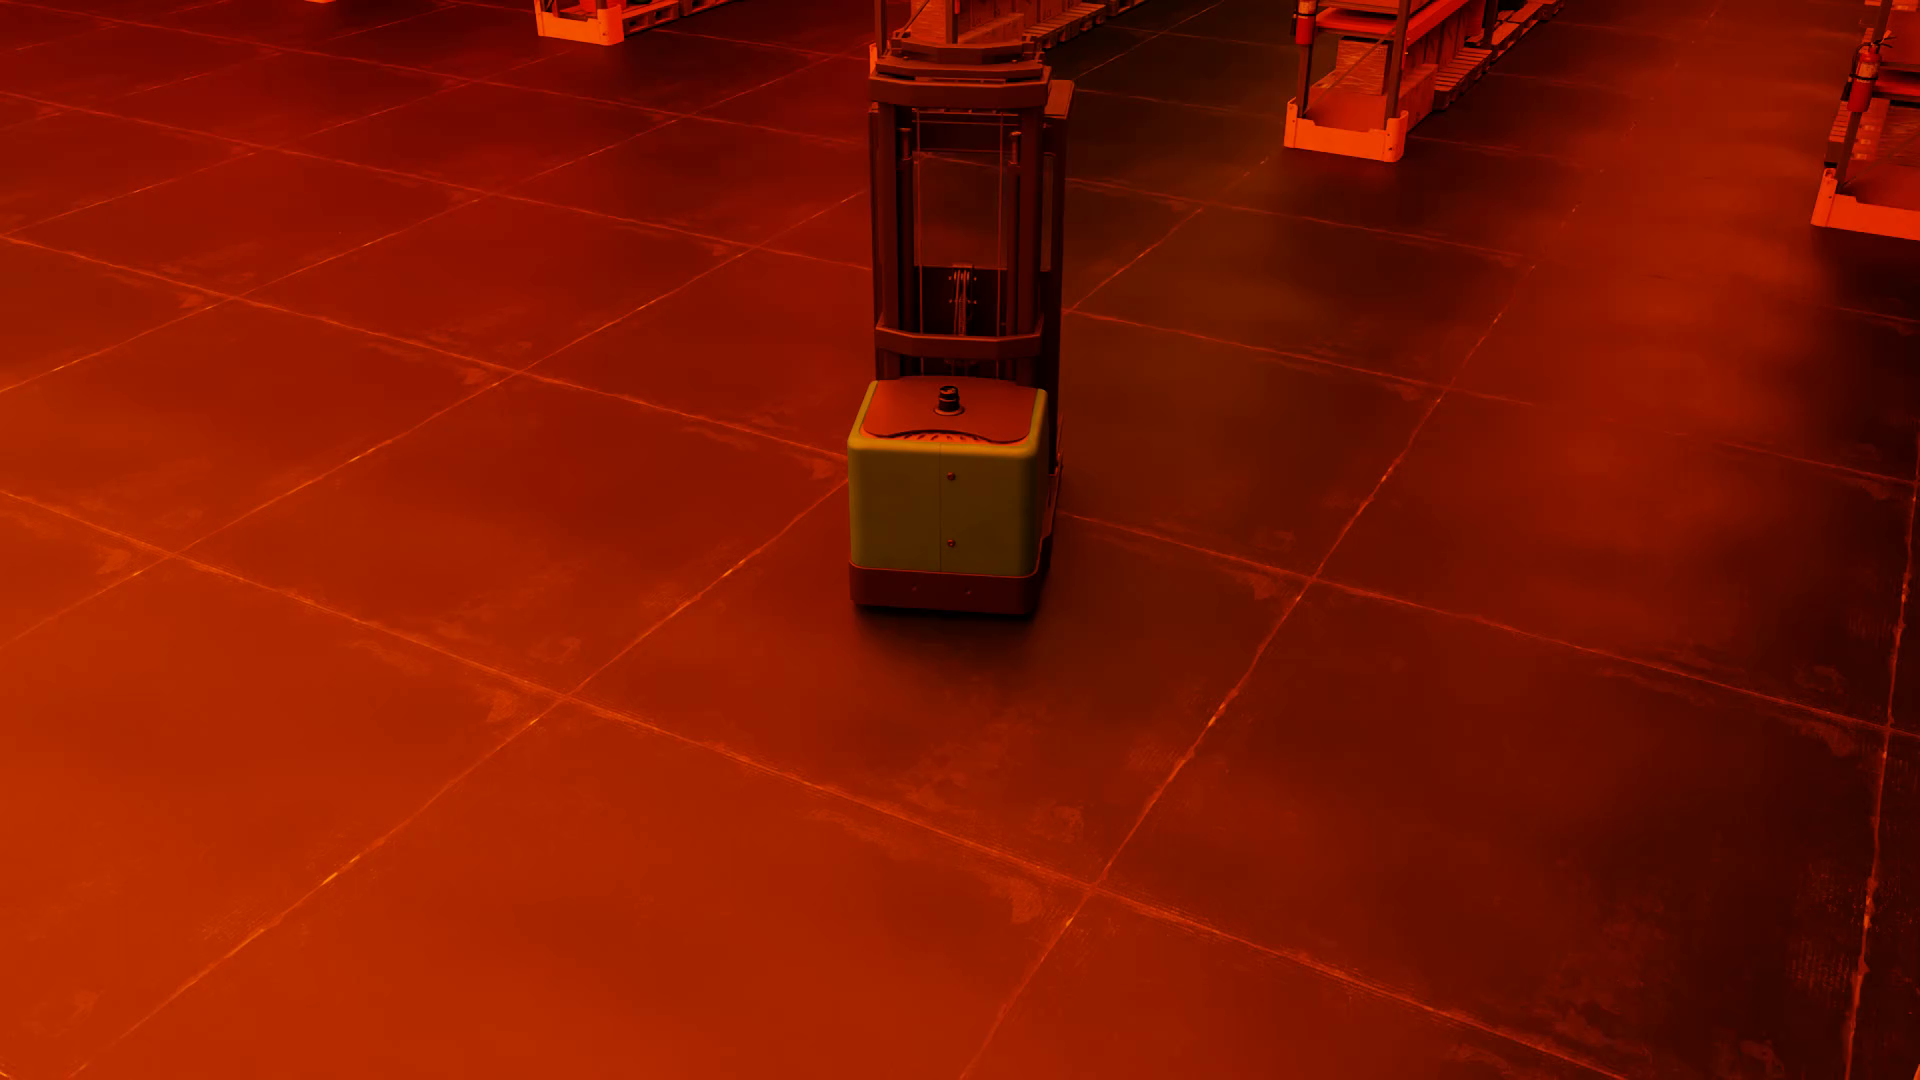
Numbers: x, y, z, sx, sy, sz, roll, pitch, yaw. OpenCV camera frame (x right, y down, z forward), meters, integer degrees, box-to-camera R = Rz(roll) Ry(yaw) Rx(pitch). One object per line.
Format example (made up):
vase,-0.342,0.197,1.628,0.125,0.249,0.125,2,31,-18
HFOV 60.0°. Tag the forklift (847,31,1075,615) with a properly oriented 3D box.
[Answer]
forklift,0.072,-1.572,9.794,1.130,2.935,3.031,3,30,6
